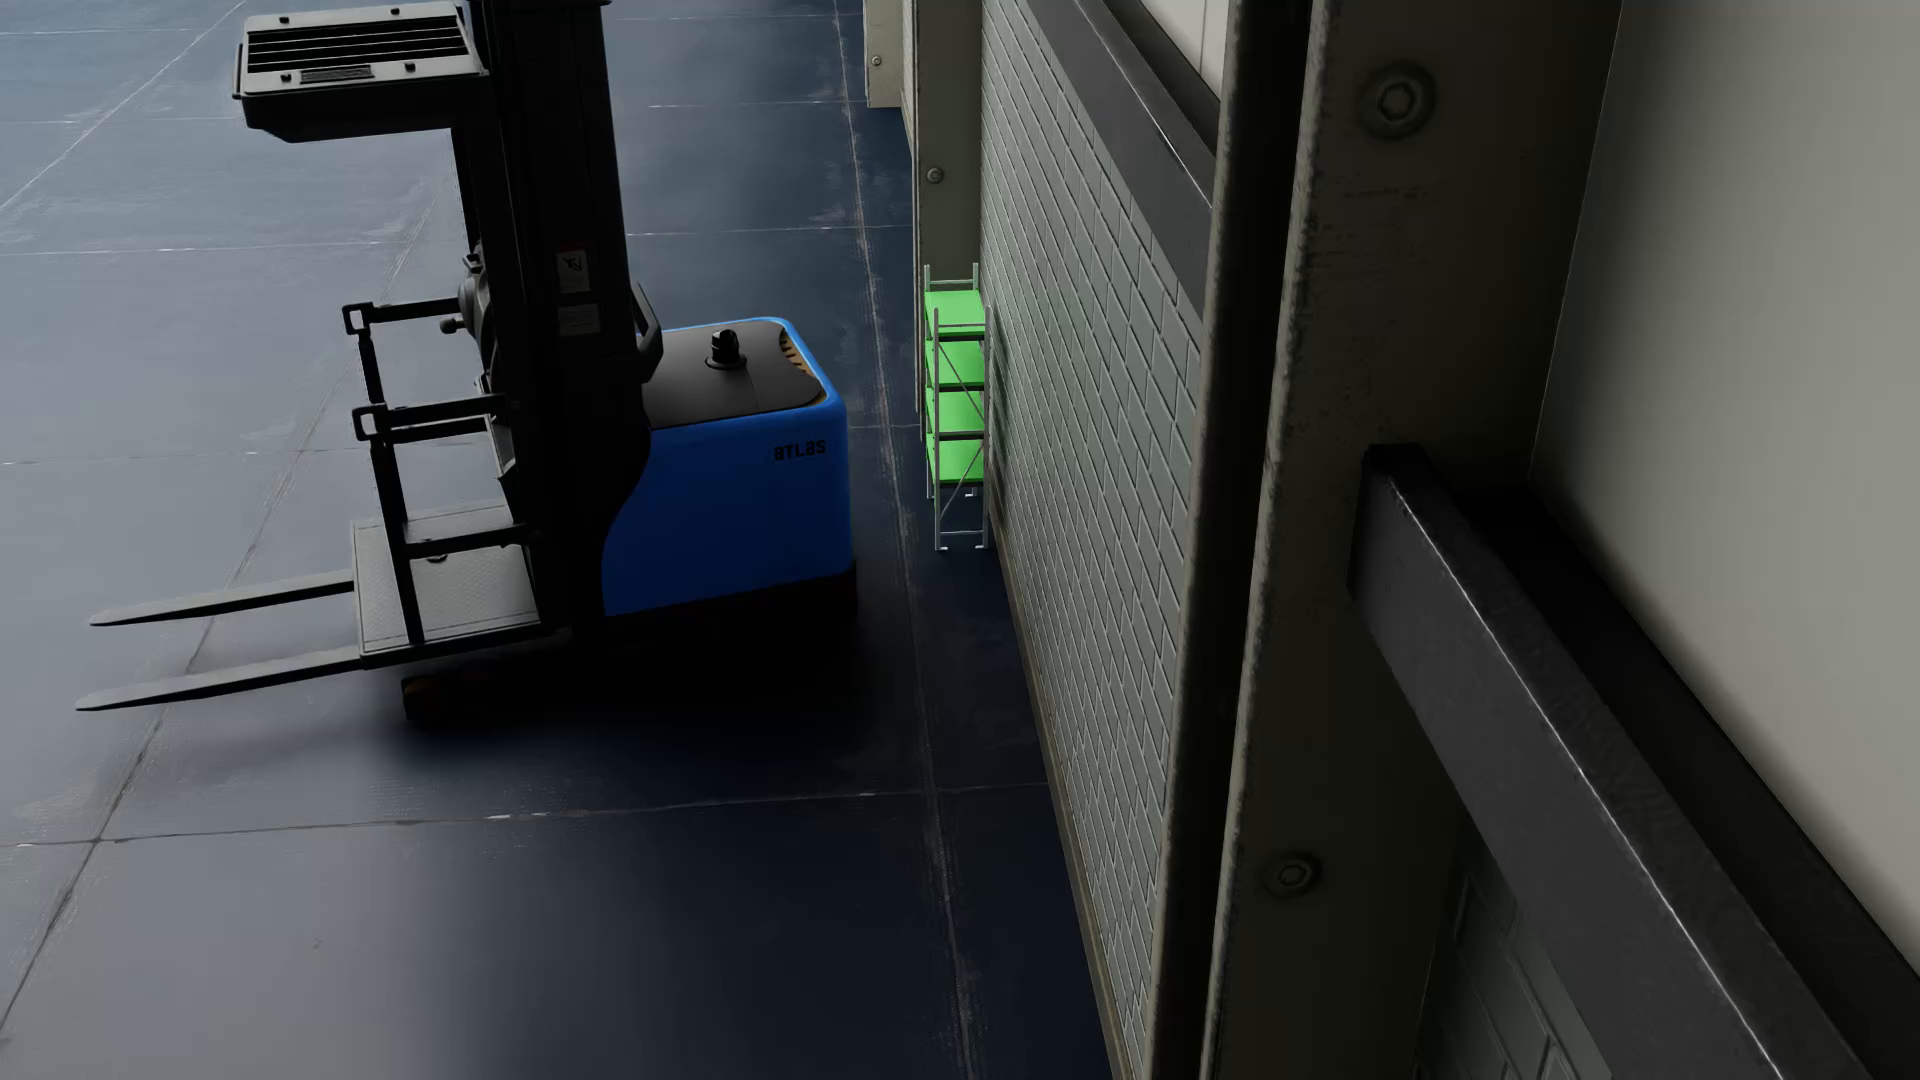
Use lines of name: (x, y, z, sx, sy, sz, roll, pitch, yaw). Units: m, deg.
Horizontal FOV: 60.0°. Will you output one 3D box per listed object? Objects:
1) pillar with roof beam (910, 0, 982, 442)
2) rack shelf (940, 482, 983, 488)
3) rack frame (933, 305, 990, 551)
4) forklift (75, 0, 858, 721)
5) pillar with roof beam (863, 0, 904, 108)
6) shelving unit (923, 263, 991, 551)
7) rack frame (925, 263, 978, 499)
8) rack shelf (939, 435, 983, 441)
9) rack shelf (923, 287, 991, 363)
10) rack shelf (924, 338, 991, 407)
pillar with roof beam: (-4.351, -4.272, 6.127, 9.100, 9.000, 0.400, -3, 31, -5)
rack shelf: (-0.015, -0.363, 7.725, 0.199, 0.029, 0.442, -3, 31, -5)
rack frame: (0.007, -0.475, 7.375, 0.240, 1.200, 0.015, -3, 31, -5)
forklift: (-2.010, -0.851, 6.317, 3.031, 2.935, 1.130, -10, 32, -17)
pillar with roof beam: (-4.911, -7.335, 11.255, 9.100, 9.000, 0.400, -3, 31, -5)
shelving unit: (-0.015, -0.600, 7.584, 0.258, 1.200, 0.503, -3, 31, -5)
rack frame: (-0.038, -0.724, 7.792, 0.240, 1.200, 0.015, -3, 31, -5)
rack shelf: (-0.015, -0.569, 7.602, 0.199, 0.029, 0.442, -3, 31, -5)
rack shelf: (-0.016, -0.957, 7.370, 0.258, 0.148, 0.480, -3, 31, -5)
rack shelf: (-0.016, -0.751, 7.494, 0.258, 0.148, 0.480, -3, 31, -5)
